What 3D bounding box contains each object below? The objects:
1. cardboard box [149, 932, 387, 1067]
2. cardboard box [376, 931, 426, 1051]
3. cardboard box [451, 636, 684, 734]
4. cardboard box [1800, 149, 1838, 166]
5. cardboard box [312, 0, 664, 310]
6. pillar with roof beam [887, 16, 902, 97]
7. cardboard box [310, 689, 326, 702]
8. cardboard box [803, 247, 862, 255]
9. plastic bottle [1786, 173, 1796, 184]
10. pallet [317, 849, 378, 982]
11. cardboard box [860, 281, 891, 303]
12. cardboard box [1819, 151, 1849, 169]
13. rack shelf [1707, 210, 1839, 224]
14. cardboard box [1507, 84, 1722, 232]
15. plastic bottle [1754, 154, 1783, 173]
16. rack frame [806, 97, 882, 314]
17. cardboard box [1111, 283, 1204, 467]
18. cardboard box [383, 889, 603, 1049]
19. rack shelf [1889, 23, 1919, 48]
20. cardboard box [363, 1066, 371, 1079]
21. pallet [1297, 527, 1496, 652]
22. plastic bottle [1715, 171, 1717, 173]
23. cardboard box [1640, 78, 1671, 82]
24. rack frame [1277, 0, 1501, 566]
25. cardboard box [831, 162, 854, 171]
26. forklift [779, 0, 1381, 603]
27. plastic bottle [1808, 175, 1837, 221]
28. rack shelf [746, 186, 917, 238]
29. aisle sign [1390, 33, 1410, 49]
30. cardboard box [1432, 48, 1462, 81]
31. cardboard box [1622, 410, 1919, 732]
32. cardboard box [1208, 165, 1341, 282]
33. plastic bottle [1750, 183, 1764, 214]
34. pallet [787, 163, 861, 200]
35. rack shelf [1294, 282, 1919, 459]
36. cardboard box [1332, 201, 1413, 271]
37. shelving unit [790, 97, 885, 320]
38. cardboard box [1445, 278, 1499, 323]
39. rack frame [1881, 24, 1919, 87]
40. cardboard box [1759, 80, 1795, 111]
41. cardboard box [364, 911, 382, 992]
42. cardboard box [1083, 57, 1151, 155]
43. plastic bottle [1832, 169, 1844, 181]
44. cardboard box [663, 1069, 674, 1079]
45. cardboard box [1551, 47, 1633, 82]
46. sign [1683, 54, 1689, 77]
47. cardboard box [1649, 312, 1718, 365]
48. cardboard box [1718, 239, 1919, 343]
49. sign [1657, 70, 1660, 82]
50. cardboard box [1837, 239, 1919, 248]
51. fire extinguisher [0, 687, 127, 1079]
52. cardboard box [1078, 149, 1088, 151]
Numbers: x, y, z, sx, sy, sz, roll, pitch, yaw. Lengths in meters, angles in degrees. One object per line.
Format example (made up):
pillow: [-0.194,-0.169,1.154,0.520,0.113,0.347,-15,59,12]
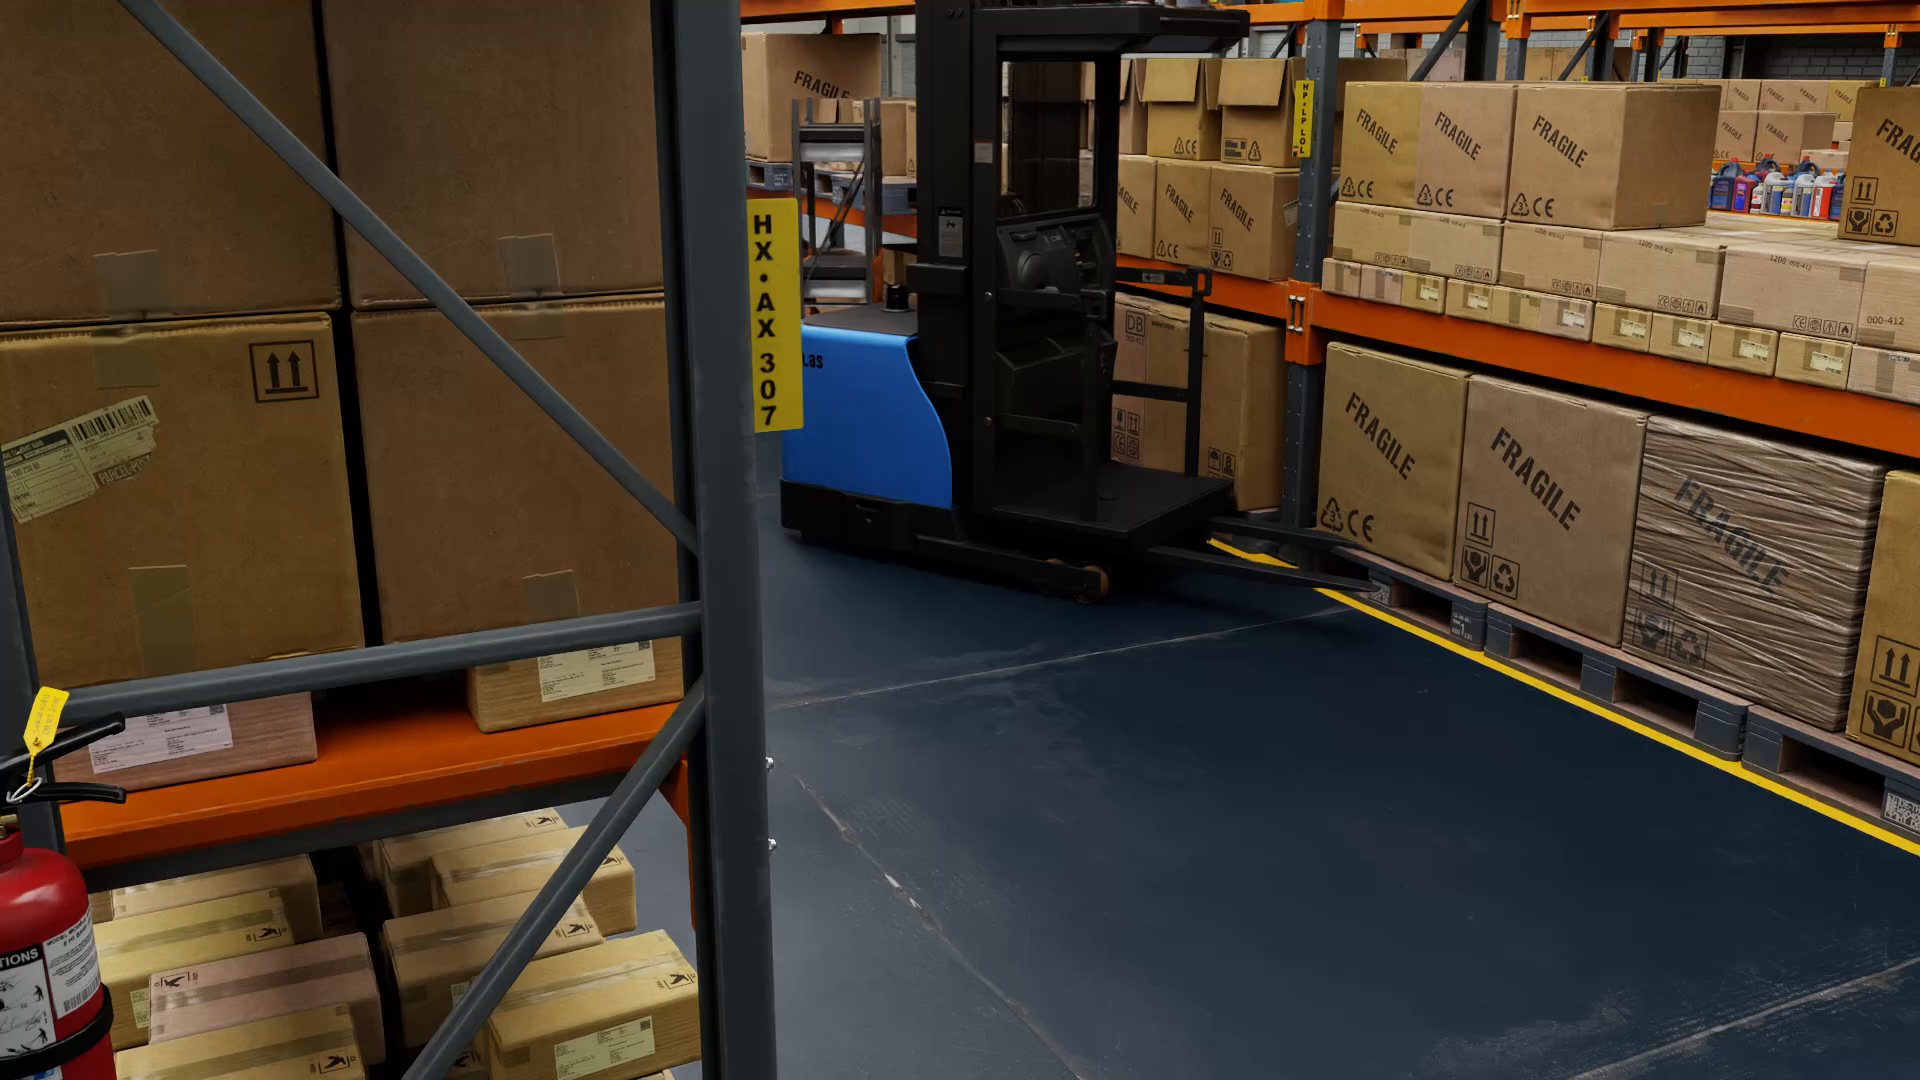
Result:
cardboard box: [-1.277,0.882,3.067,0.380,0.149,0.250,-7,18,-24]
cardboard box: [-1.014,0.909,3.512,0.380,0.149,0.250,-7,18,-24]
cardboard box: [-0.606,0.170,2.675,0.380,0.149,0.250,-8,18,-25]
cardboard box: [8.537,-3.773,16.417,0.380,0.149,0.250,-6,17,-21]
cardboard box: [-0.717,-0.646,2.529,0.500,0.500,0.500,-8,18,-25]
pillar with roof beam: [-5.836,-15.901,47.346,9.100,9.000,0.400,-8,18,-25]
cardboard box: [-1.231,0.177,2.650,0.380,0.149,0.250,-8,18,-25]
cardboard box: [-1.263,-2.235,14.336,0.700,0.500,0.500,-9,18,-29]
plastic bottle: [5.543,-2.318,11.124,0.097,0.271,0.097,0,16,0]
pallet: [-1.647,0.983,4.442,1.003,0.211,1.213,-8,18,-25]
cardboard box: [-0.327,-1.698,12.464,0.700,0.500,0.500,-9,18,-29]
cardboard box: [8.504,-3.653,15.999,0.380,0.149,0.250,-8,18,-25]
rack shelf: [5.568,-2.145,11.592,1.077,0.370,4.000,-8,18,-25]
cardboard box: [2.413,-1.427,6.158,0.500,0.500,0.500,-8,18,-27]
plastic bottle: [5.785,-2.587,11.916,0.144,0.351,0.185,-8,18,-25]
rack frame: [-0.627,-1.363,9.195,0.400,2.100,0.015,1,16,3]
cardboard box: [1.301,-0.955,9.231,1.225,0.875,0.875,-8,18,-27]
cardboard box: [-0.912,0.827,3.259,0.380,0.149,0.250,-7,18,-24]
rack shelf: [12.721,-5.776,18.807,1.077,0.370,4.000,-8,18,-25]
cardboard box: [-1.313,1.027,3.101,0.380,0.149,0.250,-8,18,-26]
pallet: [2.255,0.142,7.374,1.003,0.211,1.213,-8,18,-25]
plastic bottle: [5.601,-2.634,12.352,0.097,0.201,0.097,0,16,0]
cardboard box: [10.032,-6.311,23.681,0.500,0.500,0.500,-8,18,-25]
rack frame: [1.992,-1.397,7.679,1.000,3.000,0.127,-8,18,-25]
cardboard box: [-0.734,-2.907,12.423,0.396,0.266,0.258,-8,18,-26]
forklift: [0.616,-1.298,7.459,3.031,2.935,1.130,11,19,33]
plastic bottle: [5.600,-2.210,10.738,0.152,0.276,0.135,-8,18,-25]
rack shelf: [-0.637,-2.539,12.963,1.077,0.370,4.000,-8,18,-25]
aisle sign: [5.877,-6.870,22.038,0.394,0.787,0.004,-8,18,-25]
cardboard box: [6.314,-5.855,20.682,0.700,0.500,0.500,-8,18,-25]
cardboard box: [2.993,0.040,5.764,0.875,0.875,0.875,-8,18,-25]
cardboard box: [1.541,-1.528,7.955,0.500,0.500,0.500,-8,18,-25]
plastic bottle: [5.364,-2.290,11.154,0.097,0.201,0.097,0,16,0]
pallet: [-0.665,-2.782,12.855,1.003,0.211,1.213,-8,18,-25]
rack shelf: [2.868,-0.555,6.051,1.077,0.370,4.000,-8,18,-25]
cardboard box: [1.962,-1.319,7.143,0.500,0.250,0.500,-8,18,-26]
shelving unit: [-0.641,-1.296,8.961,0.431,2.100,0.503,1,16,3]
cardboard box: [2.170,-0.967,6.638,0.380,0.149,0.250,-8,18,-26]
rack frame: [11.845,-5.176,20.849,1.000,3.000,0.127,-8,18,-25]
cardboard box: [10.925,-5.803,21.911,0.500,0.500,0.500,-8,18,-26]
cardboard box: [-1.215,0.925,3.995,0.380,0.149,0.250,-8,18,-25]
cardboard box: [1.128,-2.408,9.204,0.797,0.503,0.637,-7,17,-23]
plastic bottle: [6.050,-2.413,11.455,0.097,0.271,0.097,0,16,0]
cardboard box: [-0.701,1.169,3.145,0.380,0.149,0.250,-7,18,-24]
cardboard box: [7.194,-5.357,18.948,0.700,0.500,0.500,-8,18,-25]
sign: [10.600,-6.938,24.319,0.100,0.325,0.005,-8,18,-25]
cardboard box: [2.623,-0.712,5.748,0.380,0.149,0.250,-7,18,-24]
cardboard box: [2.848,-0.816,5.388,0.500,0.250,0.500,-8,18,-27]
sign: [7.877,-5.163,18.848,0.100,0.325,0.005,-8,18,-25]
cardboard box: [3.326,-0.880,5.613,0.500,0.250,0.500,-8,18,-27]
fire extinguisher: [-1.063,0.504,1.872,0.296,0.674,0.183,-8,18,-25]
cardboard box: [0.663,-2.029,9.702,0.500,0.500,0.500,-8,18,-26]
